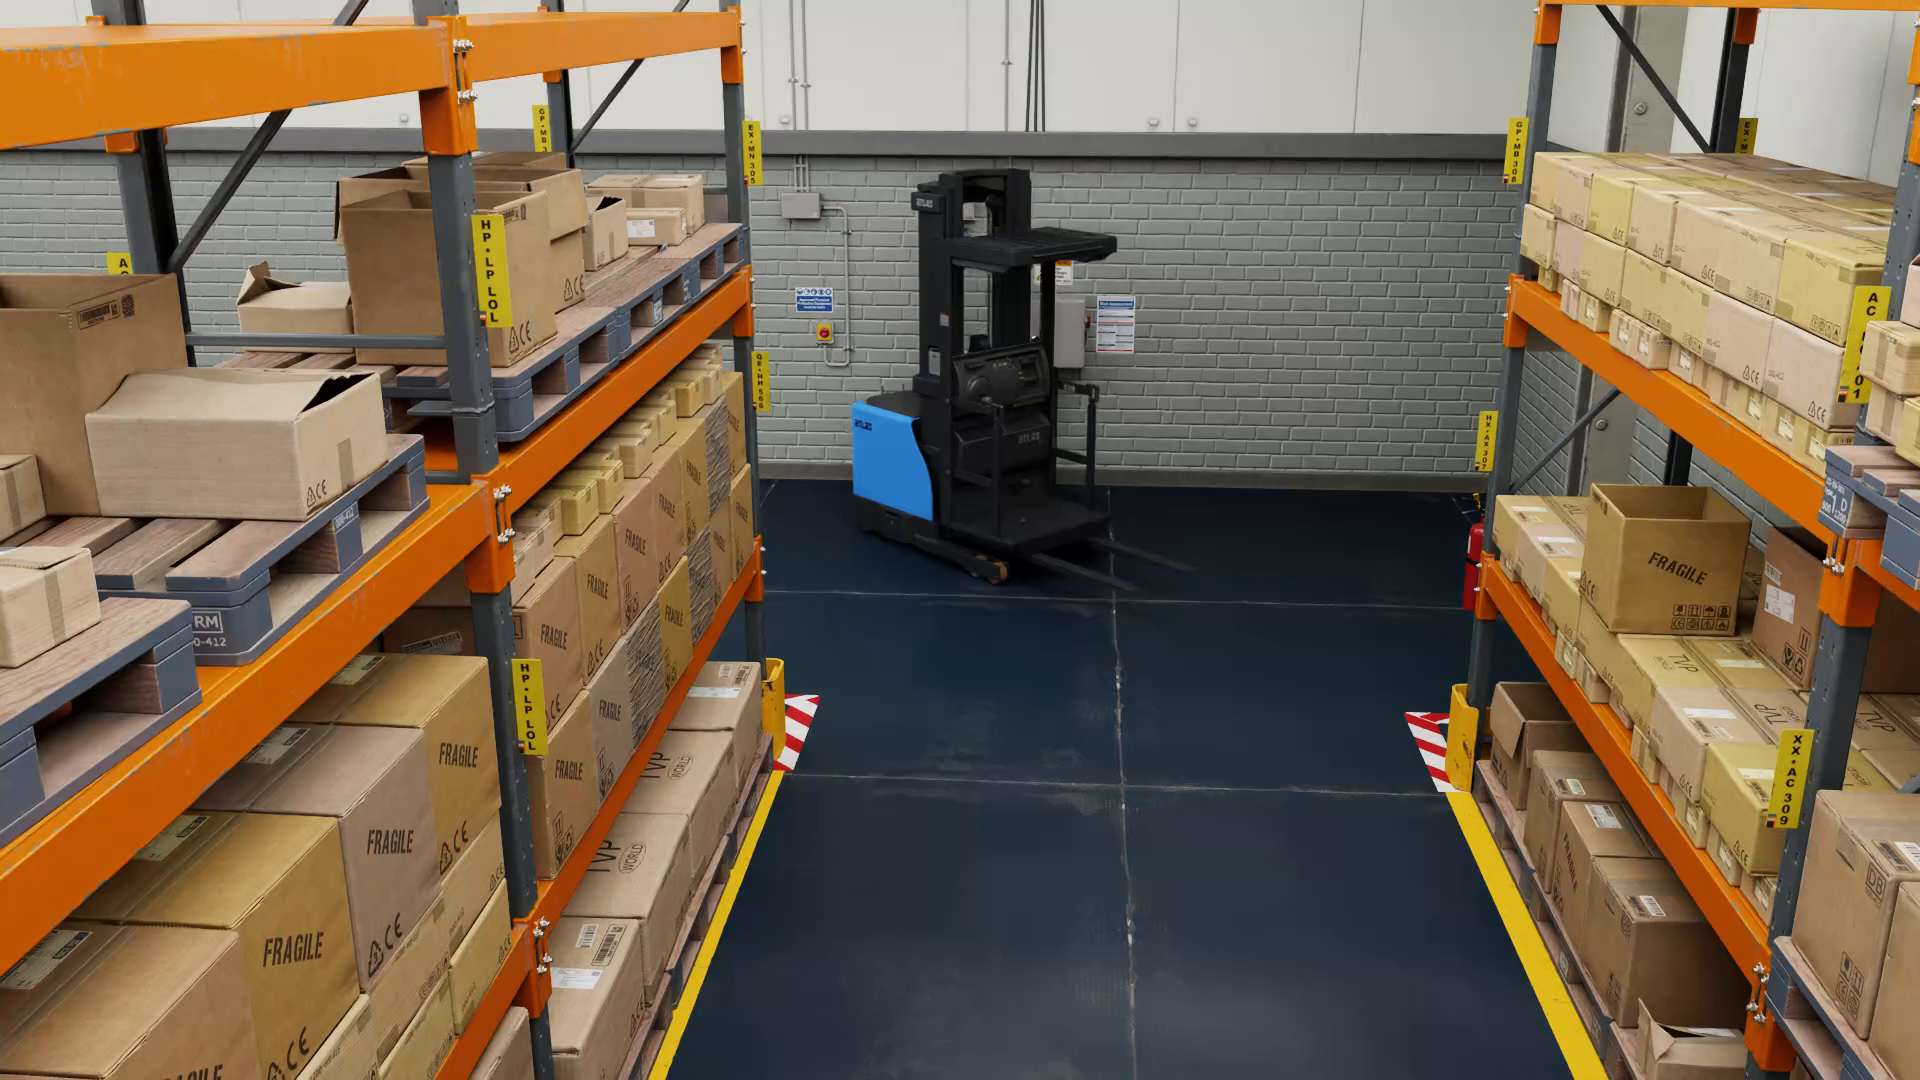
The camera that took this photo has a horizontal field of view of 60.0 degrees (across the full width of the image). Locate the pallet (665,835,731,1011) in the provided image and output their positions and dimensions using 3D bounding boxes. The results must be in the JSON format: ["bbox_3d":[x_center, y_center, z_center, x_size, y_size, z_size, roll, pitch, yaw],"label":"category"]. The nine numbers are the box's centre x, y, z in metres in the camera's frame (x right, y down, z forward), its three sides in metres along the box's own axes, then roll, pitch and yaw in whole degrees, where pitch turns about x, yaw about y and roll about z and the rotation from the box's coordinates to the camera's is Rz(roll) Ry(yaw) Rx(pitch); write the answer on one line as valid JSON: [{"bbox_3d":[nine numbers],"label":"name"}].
[{"bbox_3d":[-1.687,1.744,7.763,1.003,0.211,1.213,1,18,4],"label":"pallet"}]

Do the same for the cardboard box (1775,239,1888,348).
[{"bbox_3d":[2.843,-0.753,5.046,0.500,0.250,0.500,1,18,4],"label":"cardboard box"}]

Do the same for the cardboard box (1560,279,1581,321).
[{"bbox_3d":[2.930,-1.076,7.475,0.380,0.149,0.250,2,18,5],"label":"cardboard box"}]

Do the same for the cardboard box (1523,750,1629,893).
[{"bbox_3d":[3.095,1.341,7.854,0.700,0.500,0.500,2,18,6],"label":"cardboard box"}]

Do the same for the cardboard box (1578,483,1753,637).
[{"bbox_3d":[2.925,0.074,6.937,0.500,0.500,0.500,2,18,5],"label":"cardboard box"}]

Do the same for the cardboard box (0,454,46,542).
[{"bbox_3d":[-2.344,-0.096,3.782,0.380,0.166,0.250,0,18,0],"label":"cardboard box"}]

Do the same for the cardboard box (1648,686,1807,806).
[{"bbox_3d":[2.861,0.753,6.071,0.500,0.250,0.500,1,18,4],"label":"cardboard box"}]

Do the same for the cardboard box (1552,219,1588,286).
[{"bbox_3d":[3.013,-1.305,7.535,0.500,0.250,0.500,2,18,5],"label":"cardboard box"}]

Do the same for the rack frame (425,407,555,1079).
[{"bbox_3d":[-1.904,1.033,5.454,1.000,3.000,0.127,1,18,4],"label":"rack frame"}]

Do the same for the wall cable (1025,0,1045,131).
[{"bbox_3d":[2.035,-4.760,13.437,2.988,3.039,0.133,1,18,4],"label":"wall cable"}]

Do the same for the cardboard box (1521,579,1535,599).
[{"bbox_3d":[3.064,0.195,8.413,0.380,0.149,0.250,2,18,5],"label":"cardboard box"}]

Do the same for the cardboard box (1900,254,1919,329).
[{"bbox_3d":[2.677,-0.663,4.238,0.396,0.266,0.258,1,18,3],"label":"cardboard box"}]

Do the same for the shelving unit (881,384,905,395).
[{"bbox_3d":[-0.538,-0.775,14.101,0.215,1.050,0.252,-4,19,-11],"label":"shelving unit"}]

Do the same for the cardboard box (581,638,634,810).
[{"bbox_3d":[-1.569,0.689,6.342,0.500,0.500,0.500,1,18,4],"label":"cardboard box"}]

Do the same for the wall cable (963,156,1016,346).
[{"bbox_3d":[0.179,-2.416,14.348,0.588,1.984,0.122,1,18,4],"label":"wall cable"}]

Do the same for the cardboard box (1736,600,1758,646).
[{"bbox_3d":[3.449,0.455,6.980,0.500,0.250,0.500,1,18,4],"label":"cardboard box"}]

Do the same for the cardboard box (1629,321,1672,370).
[{"bbox_3d":[2.859,-0.761,6.513,0.380,0.149,0.250,2,18,5],"label":"cardboard box"}]

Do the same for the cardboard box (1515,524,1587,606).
[{"bbox_3d":[2.996,0.122,7.998,0.500,0.250,0.500,1,18,5],"label":"cardboard box"}]

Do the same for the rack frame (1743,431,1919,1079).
[{"bbox_3d":[3.047,1.142,5.119,1.000,3.000,0.127,1,18,4],"label":"rack frame"}]

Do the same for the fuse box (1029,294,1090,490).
[{"bbox_3d":[0.848,-1.257,14.511,0.539,1.711,0.414,1,18,4],"label":"fuse box"}]

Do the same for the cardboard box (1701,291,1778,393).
[{"bbox_3d":[2.858,-0.670,5.597,0.500,0.250,0.500,1,18,2],"label":"cardboard box"}]

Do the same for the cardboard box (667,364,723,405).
[{"bbox_3d":[-1.372,-0.763,8.126,0.380,0.149,0.250,1,18,3],"label":"cardboard box"}]

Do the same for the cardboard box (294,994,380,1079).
[{"bbox_3d":[-1.753,1.325,3.999,0.500,0.250,0.500,2,18,5],"label":"cardboard box"}]

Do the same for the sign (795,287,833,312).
[{"bbox_3d":[-1.280,-2.110,14.611,0.327,0.218,0.001,1,18,4],"label":"sign"}]

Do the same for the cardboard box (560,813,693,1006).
[{"bbox_3d":[-1.689,1.580,7.224,0.875,0.438,0.875,1,18,2],"label":"cardboard box"}]

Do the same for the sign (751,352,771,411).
[{"bbox_3d":[-1.077,-0.856,8.978,0.100,0.325,0.005,1,18,4],"label":"sign"}]

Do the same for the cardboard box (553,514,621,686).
[{"bbox_3d":[-1.586,0.211,6.196,0.500,0.500,0.500,1,18,3],"label":"cardboard box"}]

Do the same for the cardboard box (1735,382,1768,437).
[{"bbox_3d":[2.827,-0.441,5.538,0.380,0.149,0.250,2,18,6],"label":"cardboard box"}]

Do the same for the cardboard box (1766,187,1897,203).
[{"bbox_3d":[3.453,-1.212,6.448,0.500,0.250,0.500,1,18,4],"label":"cardboard box"}]

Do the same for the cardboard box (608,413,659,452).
[{"bbox_3d":[-1.518,-0.446,7.158,0.380,0.149,0.250,2,18,6],"label":"cardboard box"}]

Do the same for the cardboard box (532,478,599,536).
[{"bbox_3d":[-1.565,-0.126,6.184,0.380,0.149,0.250,1,18,4],"label":"cardboard box"}]

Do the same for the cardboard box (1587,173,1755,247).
[{"bbox_3d":[2.974,-1.387,6.981,0.500,0.250,0.500,1,18,3],"label":"cardboard box"}]

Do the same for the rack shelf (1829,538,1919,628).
[{"bbox_3d":[2.903,0.680,2.868,1.077,0.370,4.000,1,18,4],"label":"rack shelf"}]

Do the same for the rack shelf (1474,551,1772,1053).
[{"bbox_3d":[3.190,0.863,7.127,1.077,0.370,4.000,1,18,4],"label":"rack shelf"}]

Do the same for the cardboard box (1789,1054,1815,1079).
[{"bbox_3d":[3.330,2.021,6.083,0.500,0.311,0.500,2,18,6],"label":"cardboard box"}]

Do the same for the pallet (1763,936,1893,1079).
[{"bbox_3d":[2.881,1.479,4.399,1.003,0.211,1.213,1,18,4],"label":"pallet"}]

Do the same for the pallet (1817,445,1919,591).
[{"bbox_3d":[2.930,0.007,4.068,1.213,0.211,1.003,1,18,4],"label":"pallet"}]

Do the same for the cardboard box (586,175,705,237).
[{"bbox_3d":[-1.560,-1.669,8.288,0.500,0.250,0.500,0,18,-1],"label":"cardboard box"}]

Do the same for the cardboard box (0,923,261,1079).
[{"bbox_3d":[-1.794,1.133,3.380,0.500,0.500,0.500,2,18,5],"label":"cardboard box"}]

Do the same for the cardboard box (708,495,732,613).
[{"bbox_3d":[-1.439,0.054,8.280,0.500,0.500,0.500,1,18,3],"label":"cardboard box"}]

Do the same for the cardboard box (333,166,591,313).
[{"bbox_3d":[-1.840,-1.108,6.170,0.797,0.503,0.637,3,18,8],"label":"cardboard box"}]

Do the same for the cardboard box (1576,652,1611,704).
[{"bbox_3d":[2.896,0.597,7.188,0.380,0.149,0.250,2,18,5],"label":"cardboard box"}]

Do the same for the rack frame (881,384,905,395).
[{"bbox_3d":[-0.562,-0.813,14.215,0.200,1.050,0.008,-4,19,-11],"label":"rack frame"}]

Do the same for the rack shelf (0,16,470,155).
[{"bbox_3d":[-2.048,-0.665,2.798,1.077,0.370,4.000,1,18,4],"label":"rack shelf"}]

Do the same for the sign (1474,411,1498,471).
[{"bbox_3d":[2.792,-0.523,8.813,0.100,0.325,0.005,1,18,4],"label":"sign"}]

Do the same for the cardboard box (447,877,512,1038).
[{"bbox_3d":[-1.685,1.249,5.035,0.500,0.250,0.500,1,18,3],"label":"cardboard box"}]

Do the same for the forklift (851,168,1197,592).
[{"bbox_3d":[0.463,-1.244,12.511,1.130,2.935,3.031,-15,24,-39],"label":"forklift"}]

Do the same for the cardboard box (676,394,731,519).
[{"bbox_3d":[-1.423,-0.414,8.103,0.500,0.500,0.500,1,18,4],"label":"cardboard box"}]

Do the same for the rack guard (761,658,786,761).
[{"bbox_3d":[-1.616,0.971,9.657,1.175,0.500,0.348,1,18,4],"label":"rack guard"}]

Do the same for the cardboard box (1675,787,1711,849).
[{"bbox_3d":[2.809,0.995,5.974,0.380,0.149,0.250,2,18,5],"label":"cardboard box"}]
